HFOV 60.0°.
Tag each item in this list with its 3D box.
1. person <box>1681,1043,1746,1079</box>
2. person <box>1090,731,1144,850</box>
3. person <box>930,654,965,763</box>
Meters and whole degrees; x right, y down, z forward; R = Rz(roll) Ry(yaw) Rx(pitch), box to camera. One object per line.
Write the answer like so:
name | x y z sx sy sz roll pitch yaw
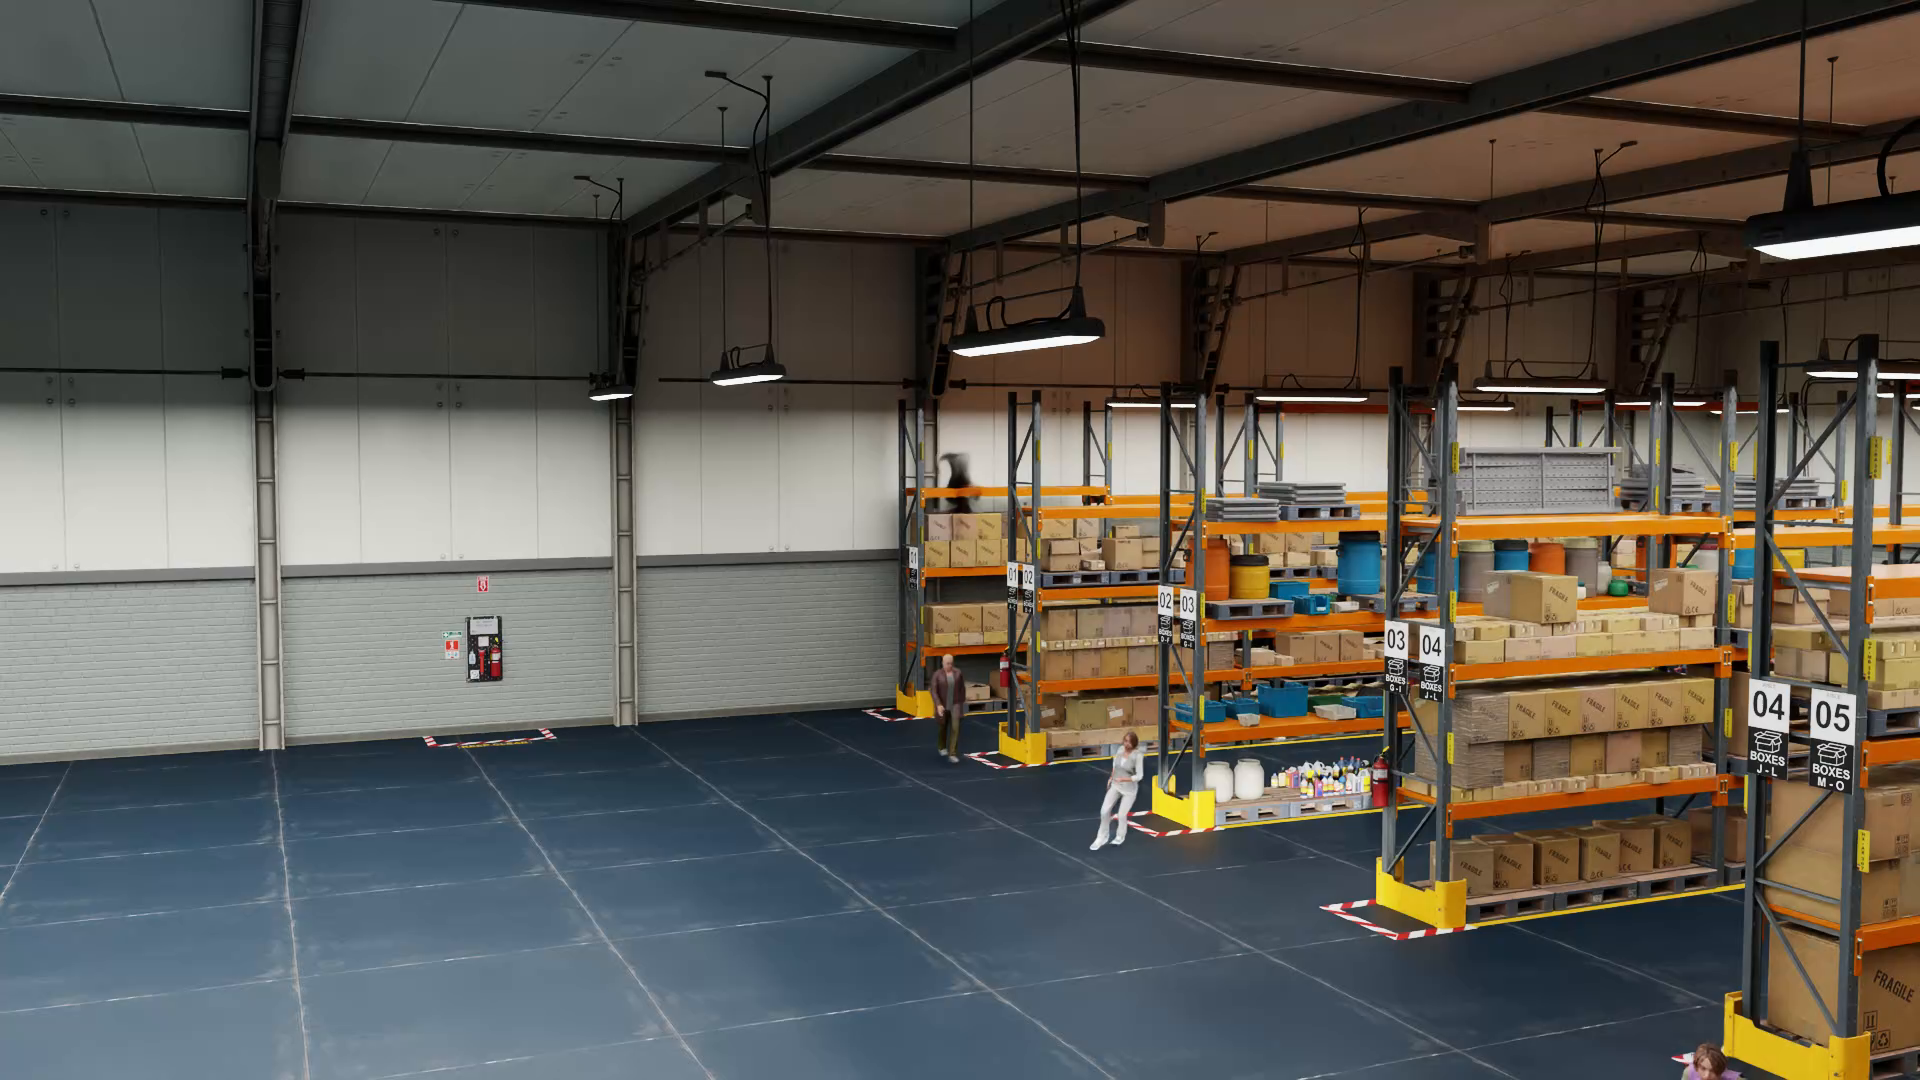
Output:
person | 4.889 3.836 10.613 0.553 1.422 0.851 3 4 41
person | 2.012 3.145 20.950 0.679 1.530 0.727 2 4 28
person | -0.201 2.683 26.730 0.582 1.724 1.046 0 3 -3
